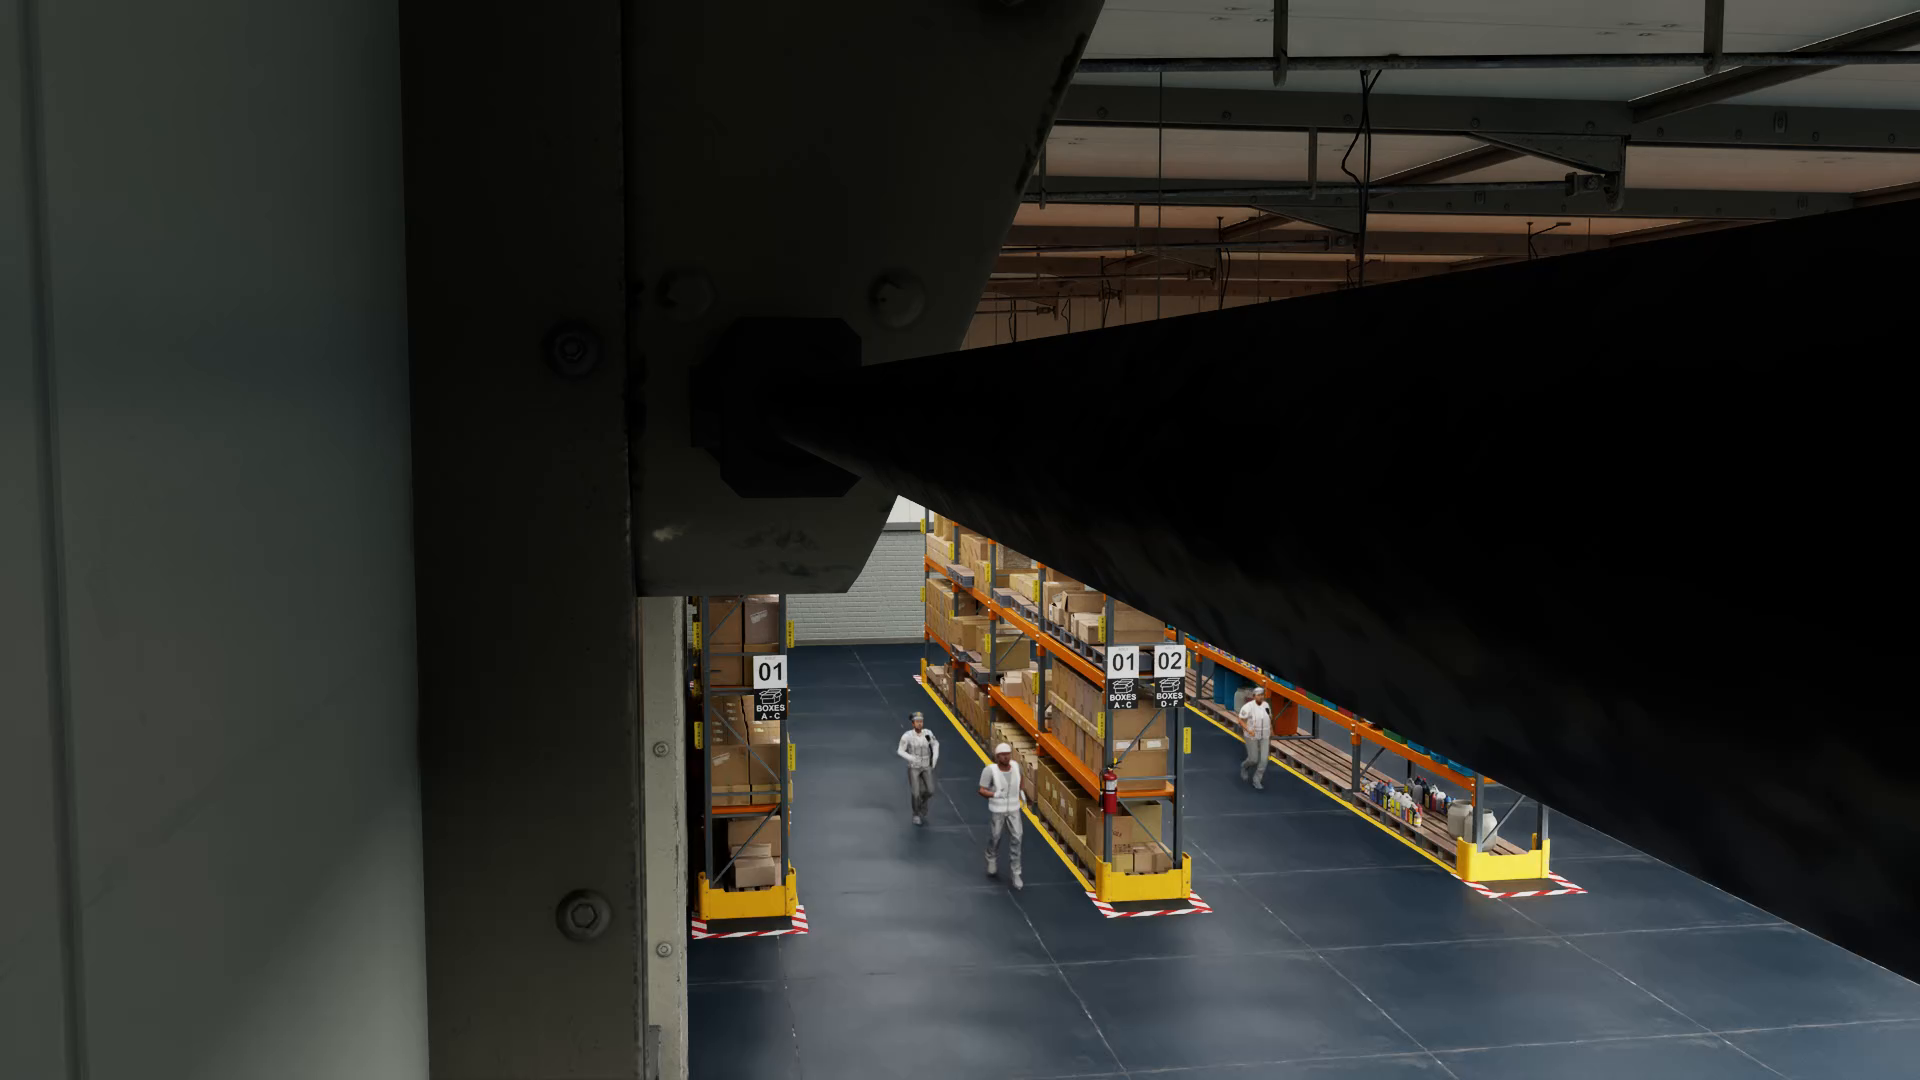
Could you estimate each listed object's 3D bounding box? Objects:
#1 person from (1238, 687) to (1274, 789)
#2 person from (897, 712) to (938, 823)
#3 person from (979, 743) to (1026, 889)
[{"bbox_3d":[4.779,3.168,26.776,0.596,1.622,0.544,-1,5,-15],"label":"person"},{"bbox_3d":[-0.584,3.348,24.440,0.667,1.667,0.526,-2,5,-17],"label":"person"},{"bbox_3d":[0.556,3.526,21.576,0.696,1.827,0.871,-2,5,-17],"label":"person"}]
